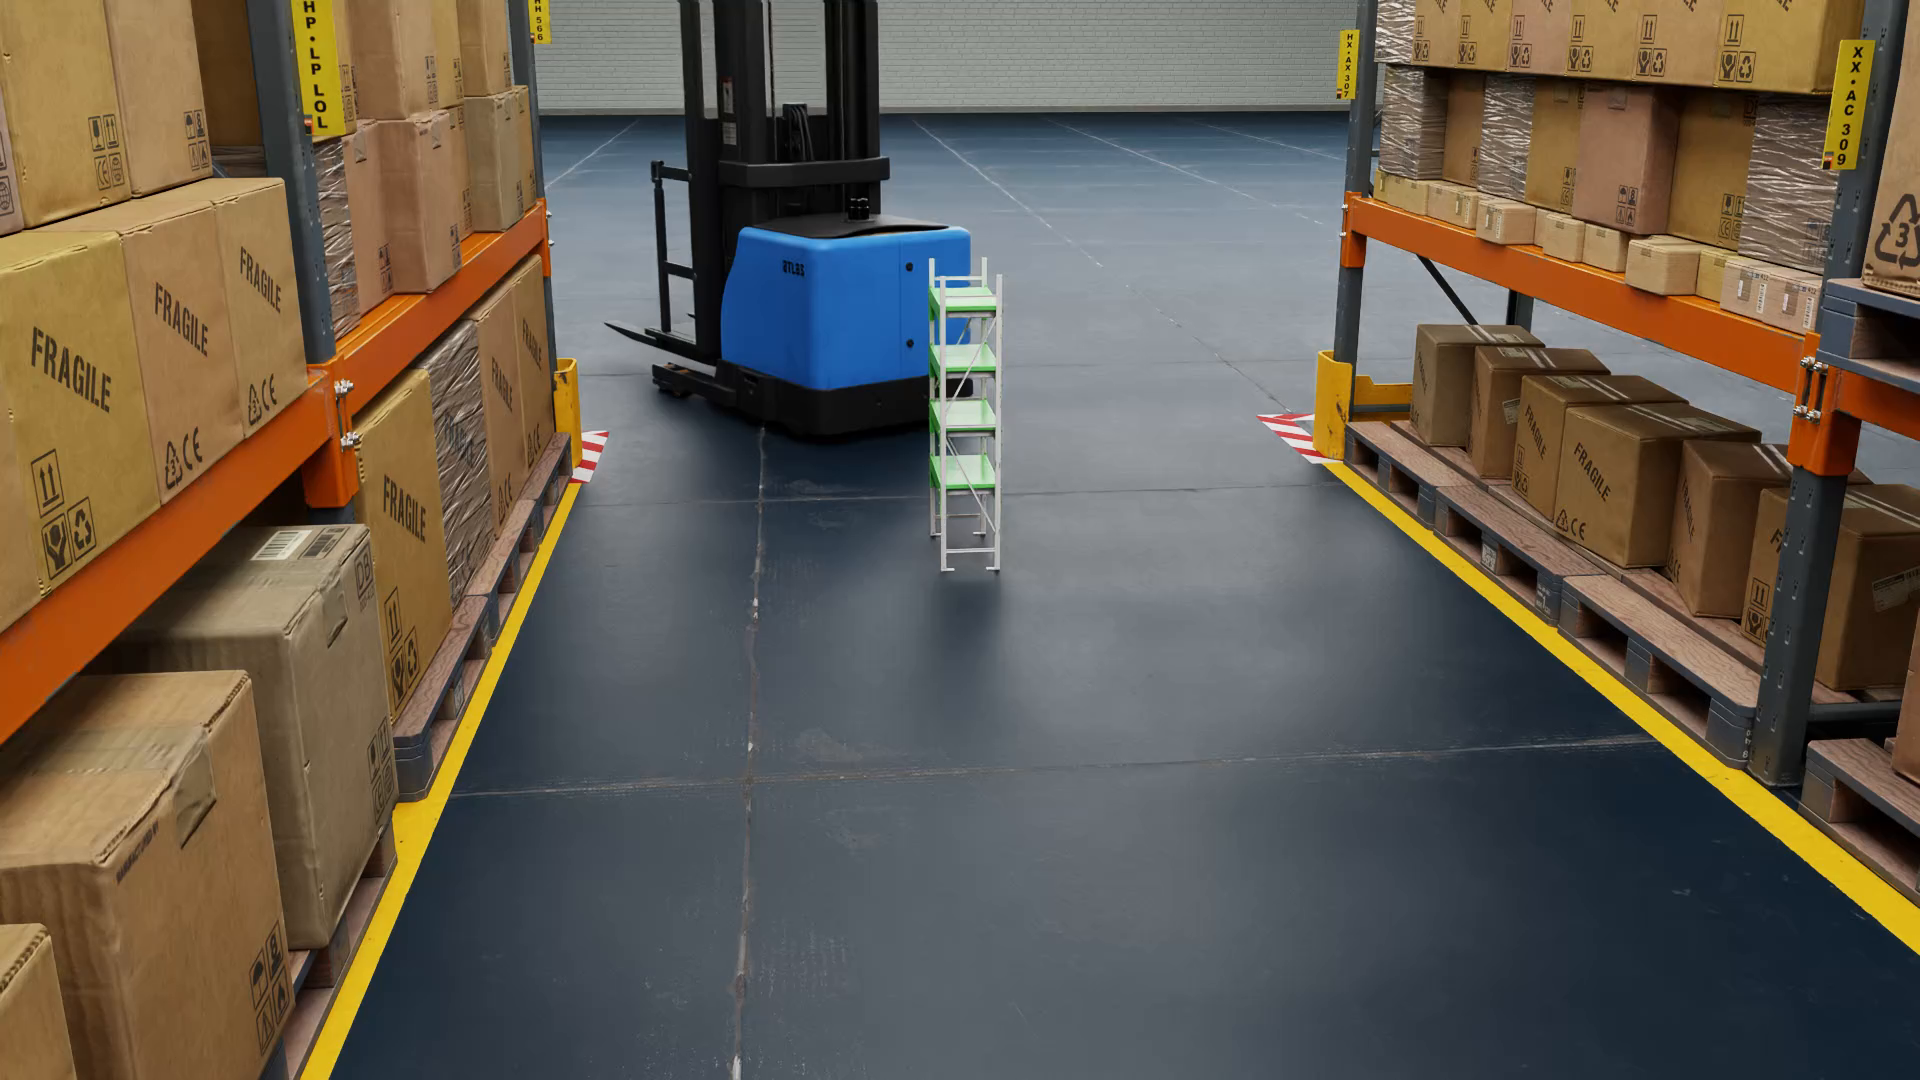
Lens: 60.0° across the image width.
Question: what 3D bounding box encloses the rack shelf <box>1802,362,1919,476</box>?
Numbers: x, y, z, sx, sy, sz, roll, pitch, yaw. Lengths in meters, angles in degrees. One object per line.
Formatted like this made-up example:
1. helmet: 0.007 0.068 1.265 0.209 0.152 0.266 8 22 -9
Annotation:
1. rack shelf: 3.056 0.204 2.721 1.077 0.370 4.000 -2 18 -6

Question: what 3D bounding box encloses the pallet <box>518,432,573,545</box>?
1. pallet: -2.346 -0.238 7.582 1.003 0.211 1.213 -2 18 -6

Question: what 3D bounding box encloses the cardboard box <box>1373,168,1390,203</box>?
1. cardboard box: 2.230 -1.715 8.051 0.380 0.149 0.250 -2 18 -6

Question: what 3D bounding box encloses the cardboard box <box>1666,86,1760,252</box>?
1. cardboard box: 2.849 -1.211 5.363 0.875 0.500 0.500 -2 18 -6

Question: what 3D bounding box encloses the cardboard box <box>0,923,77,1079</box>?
1. cardboard box: -1.748 1.008 2.013 1.050 0.750 0.750 -2 17 -5

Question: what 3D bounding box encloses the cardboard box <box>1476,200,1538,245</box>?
1. cardboard box: 2.288 -1.265 6.618 0.380 0.149 0.250 -2 18 -6

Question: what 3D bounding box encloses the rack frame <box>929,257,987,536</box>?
1. rack frame: -0.008 -0.596 7.072 0.240 1.200 0.015 -2 18 -6

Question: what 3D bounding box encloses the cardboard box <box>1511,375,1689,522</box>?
1. cardboard box: 2.627 -0.384 6.865 0.500 0.500 0.500 0 17 0

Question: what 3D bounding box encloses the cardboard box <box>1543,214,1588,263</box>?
1. cardboard box: 2.396 -1.118 6.149 0.380 0.149 0.250 -2 18 -6

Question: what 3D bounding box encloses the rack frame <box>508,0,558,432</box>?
1. rack frame: -2.506 -1.804 7.915 1.000 3.000 0.127 -2 18 -6

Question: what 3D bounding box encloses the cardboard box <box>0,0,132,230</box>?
1. cardboard box: -1.982 -0.836 2.996 0.700 0.500 0.500 -2 18 -7

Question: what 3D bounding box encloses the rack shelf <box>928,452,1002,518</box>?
1. rack shelf: 0.017 -0.233 6.931 0.258 0.148 0.480 -2 18 -6

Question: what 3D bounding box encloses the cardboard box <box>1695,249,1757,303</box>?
1. cardboard box: 2.553 -0.822 5.206 0.380 0.149 0.250 -2 18 -6

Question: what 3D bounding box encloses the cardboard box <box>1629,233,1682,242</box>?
1. cardboard box: 2.522 -0.971 5.682 0.380 0.149 0.250 -2 18 -6

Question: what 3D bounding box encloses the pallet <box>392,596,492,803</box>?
1. pallet: -2.094 0.489 5.266 1.003 0.211 1.213 -2 18 -6

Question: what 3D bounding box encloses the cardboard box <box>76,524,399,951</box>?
1. cardboard box: -1.940 0.443 3.813 1.050 0.750 0.750 -2 18 -6

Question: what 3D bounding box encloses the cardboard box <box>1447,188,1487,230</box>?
1. cardboard box: 2.313 -1.416 7.100 0.380 0.149 0.250 -2 18 -6

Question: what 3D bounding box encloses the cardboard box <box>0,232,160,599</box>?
1. cardboard box: -1.670 -0.212 2.676 0.500 0.500 0.500 -2 17 -5

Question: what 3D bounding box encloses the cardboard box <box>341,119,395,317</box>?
1. cardboard box: -2.223 -0.956 4.966 0.875 0.550 0.550 -2 18 -6

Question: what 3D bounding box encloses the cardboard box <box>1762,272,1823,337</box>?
1. cardboard box: 2.536 -0.670 4.724 0.380 0.149 0.250 -2 18 -6

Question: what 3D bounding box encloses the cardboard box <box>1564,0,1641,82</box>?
1. cardboard box: 2.427 -1.825 5.651 0.500 0.500 0.500 -2 18 -6

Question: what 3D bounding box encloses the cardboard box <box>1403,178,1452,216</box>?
1. cardboard box: 2.247 -1.565 7.573 0.380 0.149 0.250 -2 18 -6

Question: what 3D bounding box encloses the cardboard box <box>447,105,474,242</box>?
1. cardboard box: -2.412 -1.432 6.482 0.875 0.550 0.550 -2 18 -6

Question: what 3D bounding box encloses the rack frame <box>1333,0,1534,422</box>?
1. rack frame: 2.438 -1.927 8.307 1.000 3.000 0.127 -2 18 -6

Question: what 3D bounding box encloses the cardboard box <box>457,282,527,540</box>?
1. cardboard box: -2.278 -0.529 6.699 0.875 0.875 0.875 -2 18 -7

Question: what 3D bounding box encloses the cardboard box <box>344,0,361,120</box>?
1. cardboard box: -2.270 -1.470 4.799 0.875 0.550 0.550 -2 18 -6

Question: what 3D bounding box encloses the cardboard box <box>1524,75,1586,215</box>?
1. cardboard box: 2.687 -1.507 6.306 0.875 0.500 0.500 -2 18 -6

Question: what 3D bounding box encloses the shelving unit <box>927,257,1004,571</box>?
1. shelving unit: 0.017 -0.523 6.840 0.258 1.200 0.503 -2 18 -6

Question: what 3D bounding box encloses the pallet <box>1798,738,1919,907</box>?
1. pallet: 2.932 0.827 4.190 1.003 0.211 1.213 -2 18 -6

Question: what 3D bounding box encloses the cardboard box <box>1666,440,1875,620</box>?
1. cardboard box: 2.782 -0.034 5.749 0.500 0.500 0.500 4 18 12

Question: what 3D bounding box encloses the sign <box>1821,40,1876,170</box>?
1. sign: 2.311 -1.129 4.321 0.100 0.325 0.005 -2 18 -6

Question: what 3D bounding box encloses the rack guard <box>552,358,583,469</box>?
1. rack guard: -2.509 -0.618 8.313 1.175 0.500 0.348 -2 18 -6

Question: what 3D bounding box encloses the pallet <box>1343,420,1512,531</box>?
1. pallet: 2.494 -0.331 7.879 1.003 0.211 1.213 -2 18 -6

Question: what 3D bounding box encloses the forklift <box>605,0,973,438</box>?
1. forklift: -1.199 -2.322 9.681 1.130 2.935 3.031 -12 21 -34

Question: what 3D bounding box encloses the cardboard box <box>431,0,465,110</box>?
1. cardboard box: -2.251 -1.793 5.827 0.875 0.550 0.500 -2 18 -6

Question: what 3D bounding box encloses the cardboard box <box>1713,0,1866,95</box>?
1. cardboard box: 2.530 -1.528 4.702 0.500 0.500 0.500 -2 18 -6

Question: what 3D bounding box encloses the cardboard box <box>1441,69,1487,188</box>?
1. cardboard box: 2.638 -1.807 7.261 0.875 0.500 0.500 -2 18 -6

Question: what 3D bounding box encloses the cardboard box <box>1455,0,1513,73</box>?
1. cardboard box: 2.321 -2.123 6.600 0.500 0.500 0.500 -2 18 -6

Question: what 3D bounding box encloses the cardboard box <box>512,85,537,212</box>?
1. cardboard box: -2.423 -1.766 7.545 0.875 0.550 0.550 -2 18 -6

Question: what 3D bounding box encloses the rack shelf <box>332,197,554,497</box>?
1. rack shelf: -2.300 -0.865 6.125 1.077 0.370 4.000 -2 18 -6

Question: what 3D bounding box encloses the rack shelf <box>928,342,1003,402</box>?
1. rack shelf: 0.017 -0.691 6.788 0.258 0.148 0.480 -2 18 -6

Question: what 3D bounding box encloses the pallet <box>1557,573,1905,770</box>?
1. pallet: 2.746 0.396 5.563 1.003 0.211 1.213 -2 18 -6

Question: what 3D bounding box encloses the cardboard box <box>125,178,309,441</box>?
1. cardboard box: -1.774 -0.513 3.635 0.500 0.500 0.500 -2 18 -6

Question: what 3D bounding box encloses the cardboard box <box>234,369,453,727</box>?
1. cardboard box: -2.089 0.012 4.978 0.875 0.875 0.875 -2 17 -5

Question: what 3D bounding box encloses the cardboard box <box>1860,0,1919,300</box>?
1. cardboard box: 2.793 -0.981 3.591 1.000 1.000 1.000 -2 18 -5

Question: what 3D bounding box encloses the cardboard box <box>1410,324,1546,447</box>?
1. cardboard box: 2.485 -0.748 8.025 0.500 0.500 0.500 1 17 5

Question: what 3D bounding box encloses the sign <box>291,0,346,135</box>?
1. sign: -1.555 -1.147 4.020 0.100 0.325 0.005 -2 18 -6

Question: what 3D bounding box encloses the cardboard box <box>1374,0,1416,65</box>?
1. cardboard box: 2.223 -2.421 7.549 0.500 0.500 0.500 -2 18 -6
